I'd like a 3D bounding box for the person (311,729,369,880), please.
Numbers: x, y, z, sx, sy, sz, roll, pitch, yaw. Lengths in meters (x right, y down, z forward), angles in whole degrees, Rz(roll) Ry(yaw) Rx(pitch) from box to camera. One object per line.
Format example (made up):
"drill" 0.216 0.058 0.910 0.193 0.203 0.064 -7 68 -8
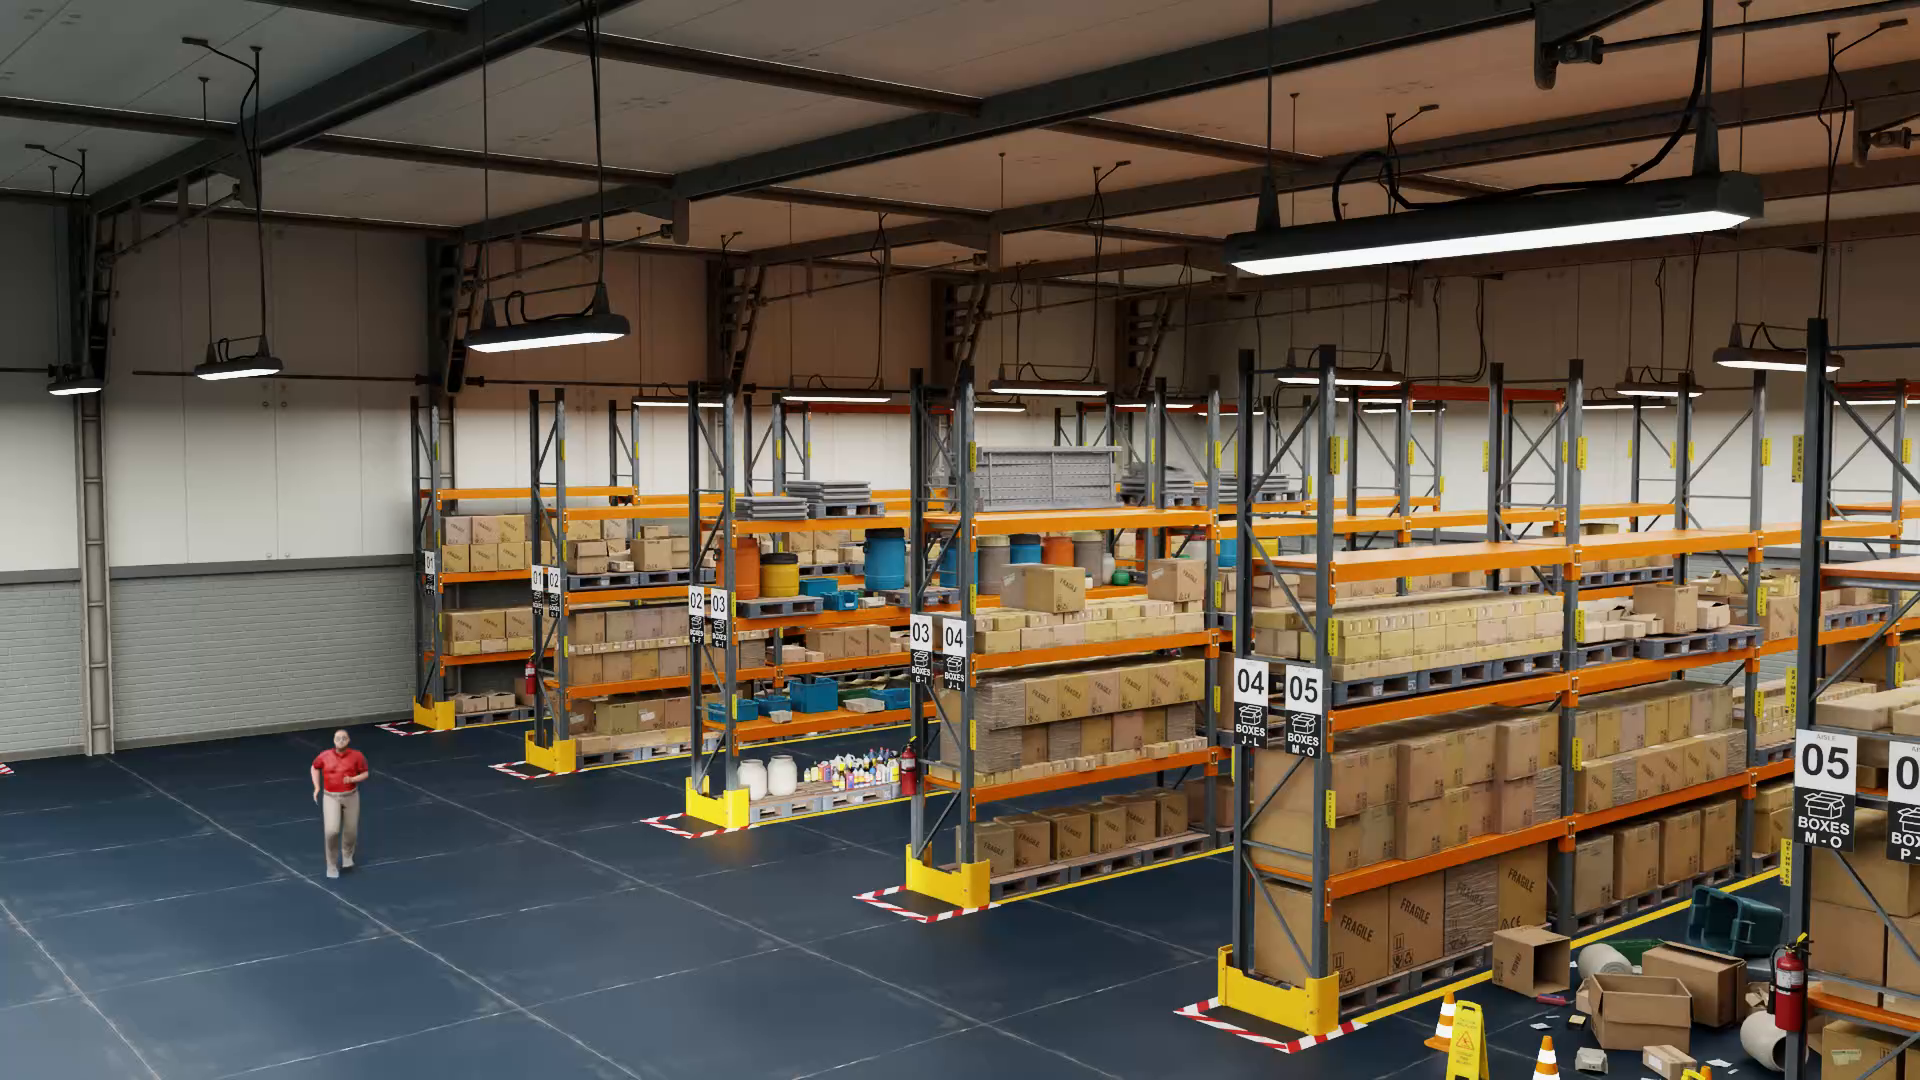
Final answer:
"person" -7.374 3.148 19.818 0.632 1.784 0.739 -1 4 -24
